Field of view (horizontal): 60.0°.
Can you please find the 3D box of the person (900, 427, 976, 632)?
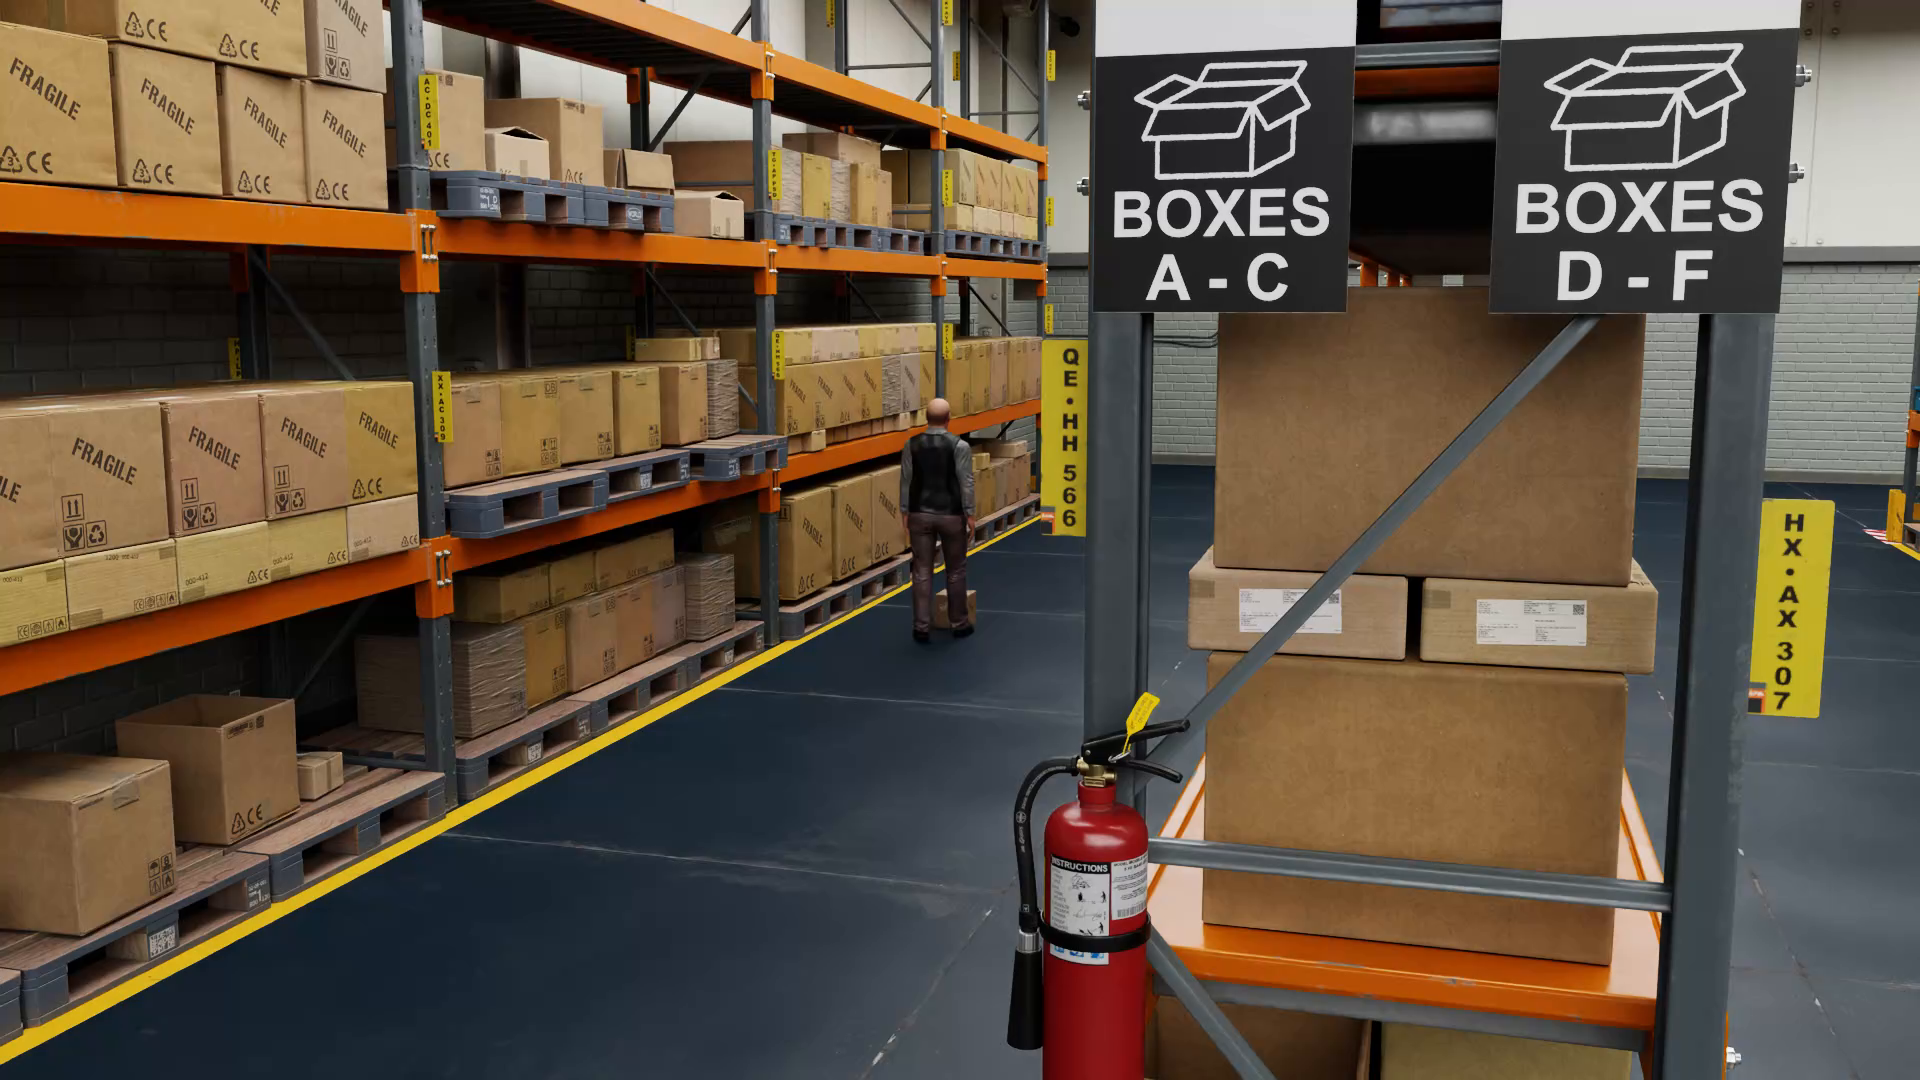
[{"bbox_3d":[-0.160,-0.074,11.875,0.562,1.474,0.418,1,8,9],"label":"person"}]
